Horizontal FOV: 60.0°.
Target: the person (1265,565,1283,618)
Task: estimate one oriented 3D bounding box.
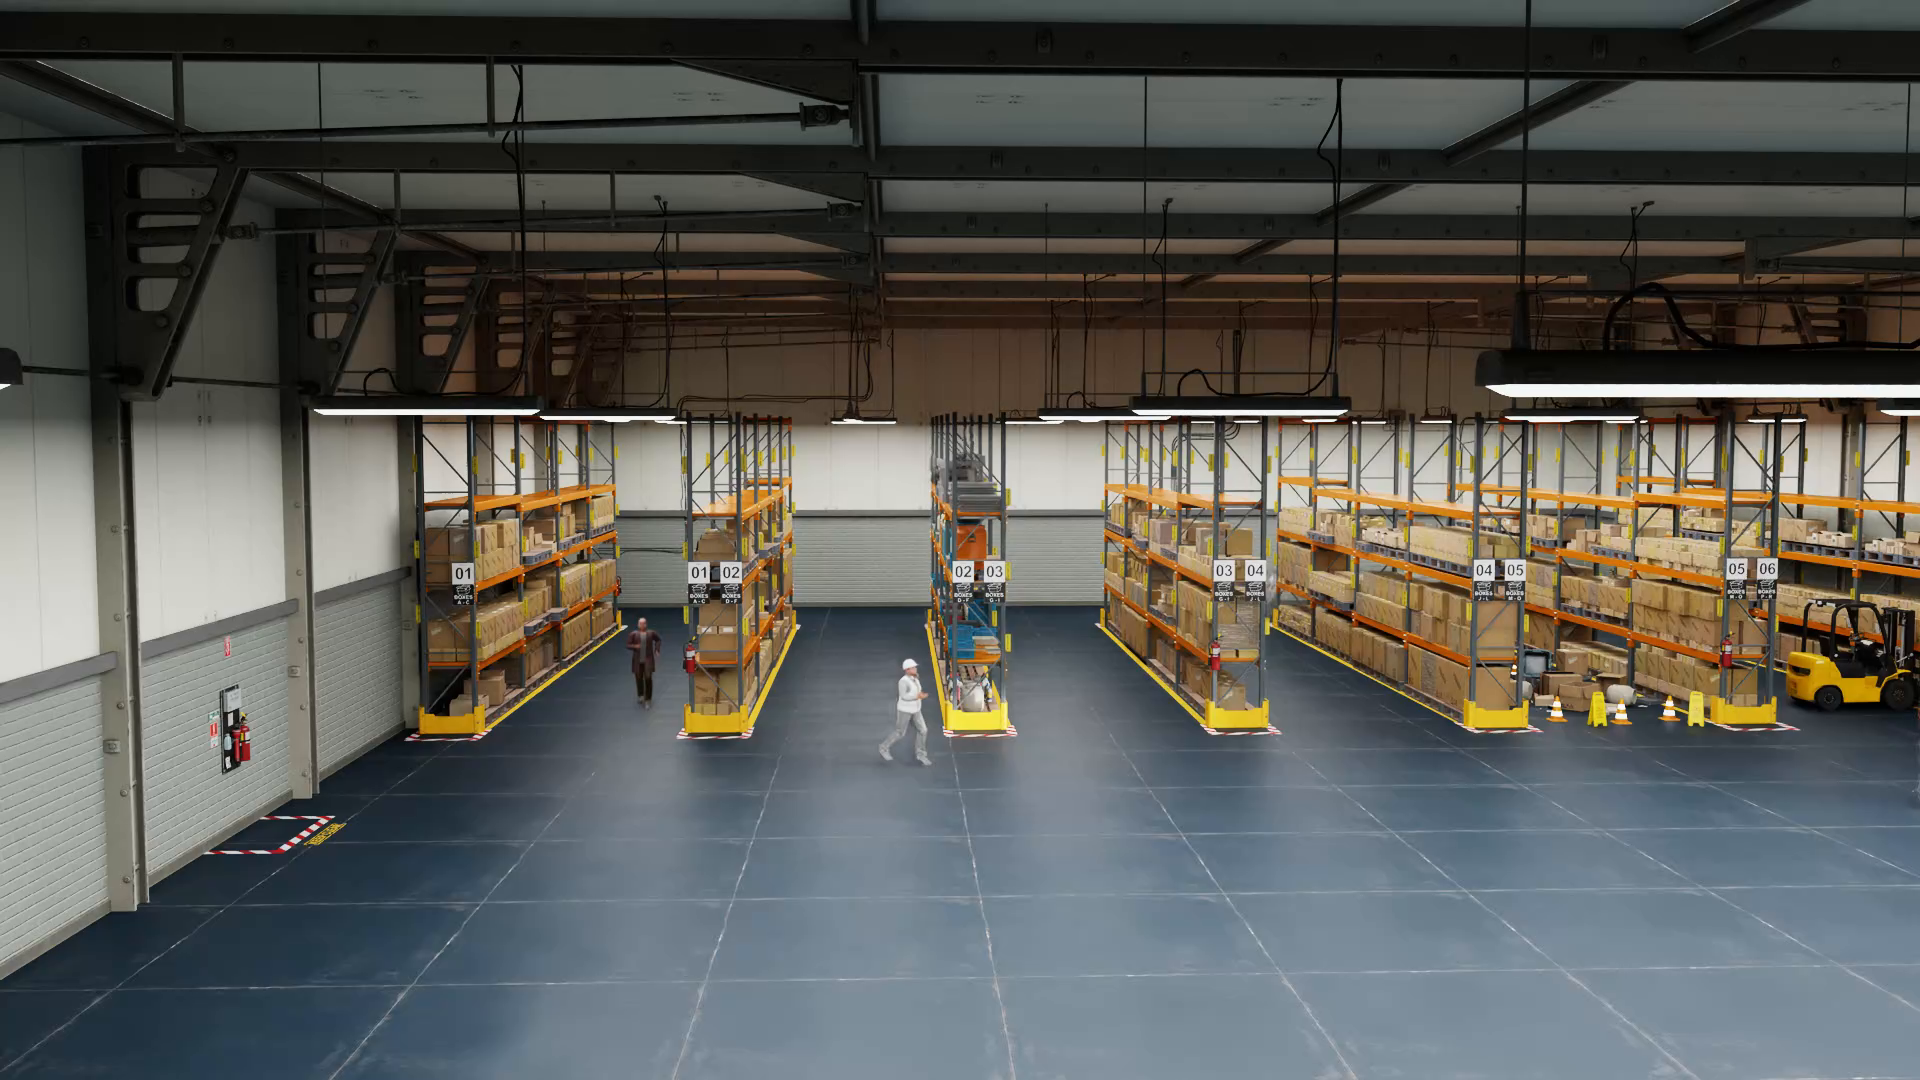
[{"bbox_3d":[9.245,1.561,48.926,0.854,1.700,0.668,-1,4,-16],"label":"person"}]

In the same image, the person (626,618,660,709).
[{"bbox_3d":[-6.491,2.513,34.070,0.677,1.846,0.865,0,4,-7],"label":"person"}]

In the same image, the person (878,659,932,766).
[{"bbox_3d":[-0.916,2.918,28.237,0.912,1.816,0.663,2,4,28],"label":"person"}]
